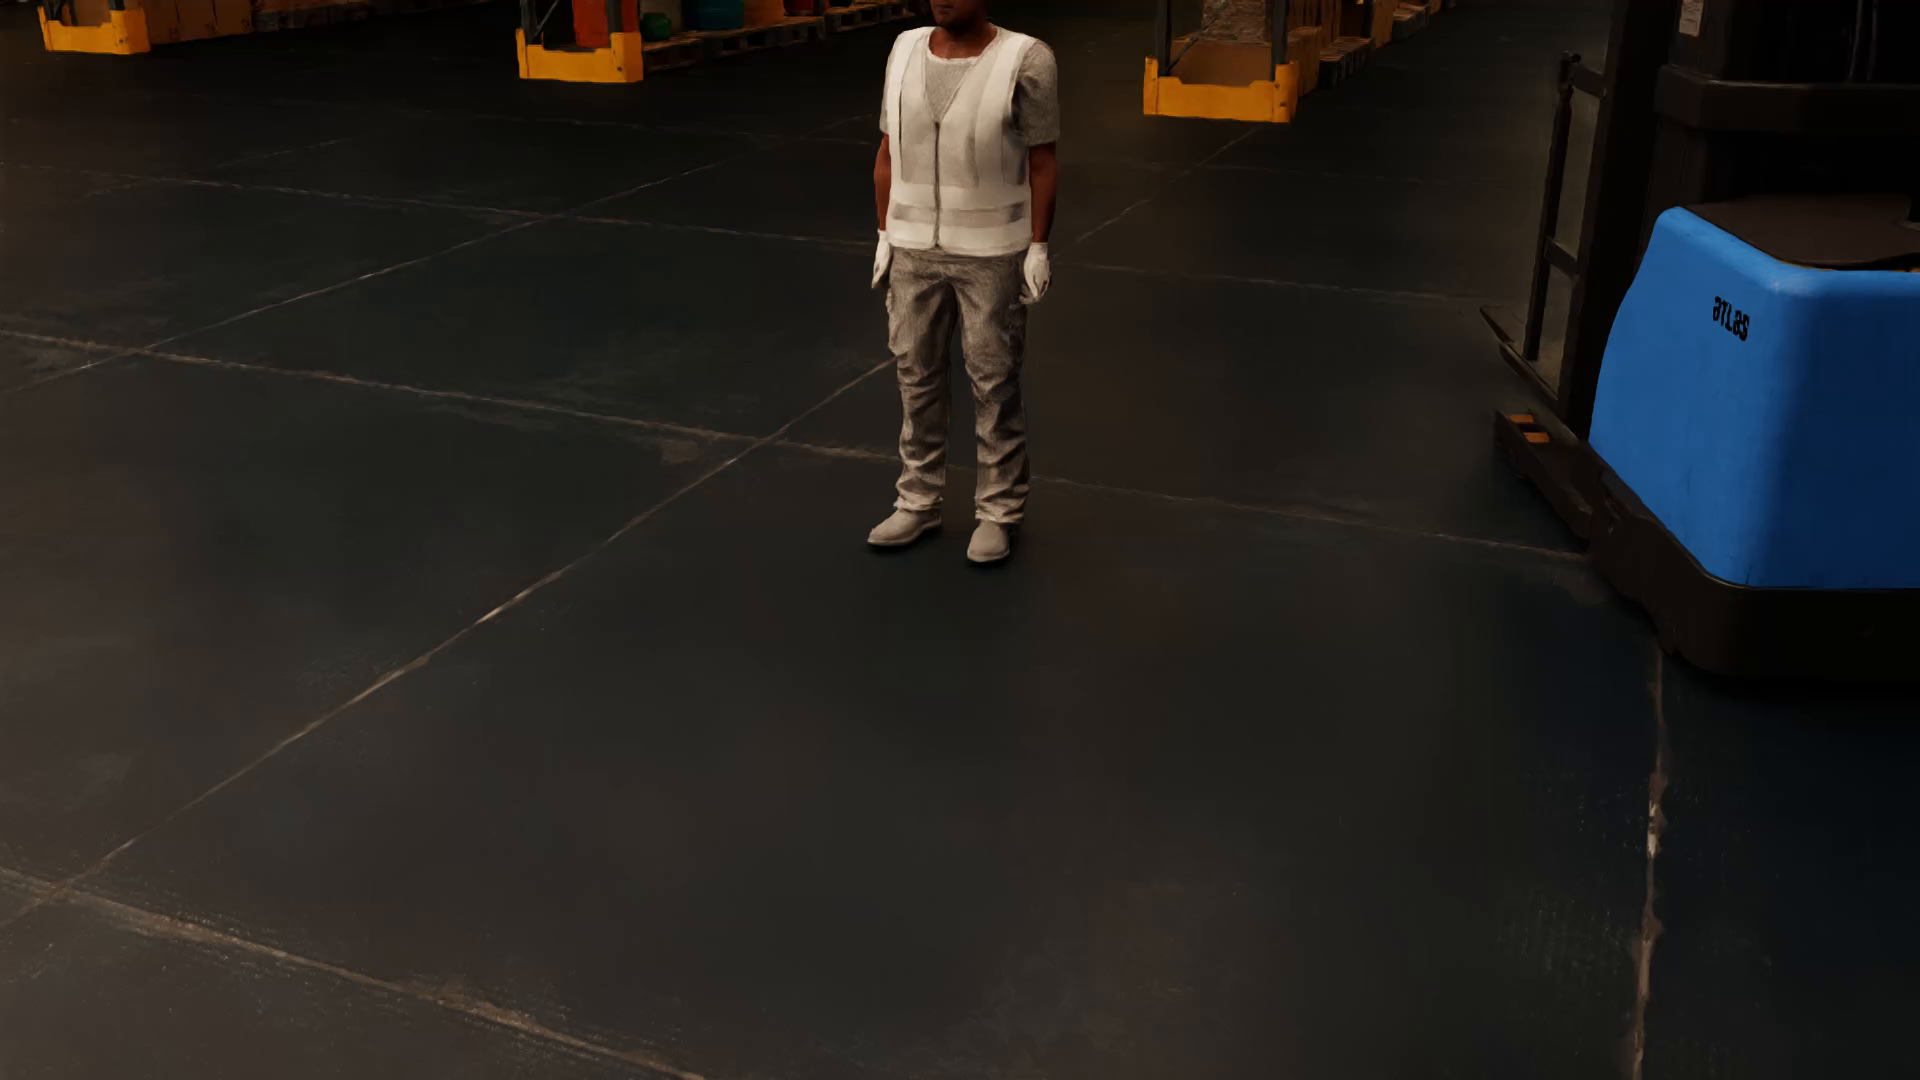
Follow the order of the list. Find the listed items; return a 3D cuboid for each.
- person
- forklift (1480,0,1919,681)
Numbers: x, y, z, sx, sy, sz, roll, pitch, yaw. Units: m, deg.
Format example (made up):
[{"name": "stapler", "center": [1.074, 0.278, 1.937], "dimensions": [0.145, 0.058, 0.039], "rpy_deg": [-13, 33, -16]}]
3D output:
[{"name": "person", "center": [-0.004, -0.819, 4.737], "dimensions": [0.546, 1.790, 0.365], "rpy_deg": [9, 24, 21]}, {"name": "forklift", "center": [2.411, -1.523, 4.935], "dimensions": [1.130, 2.935, 3.031], "rpy_deg": [1, 23, 2]}]
